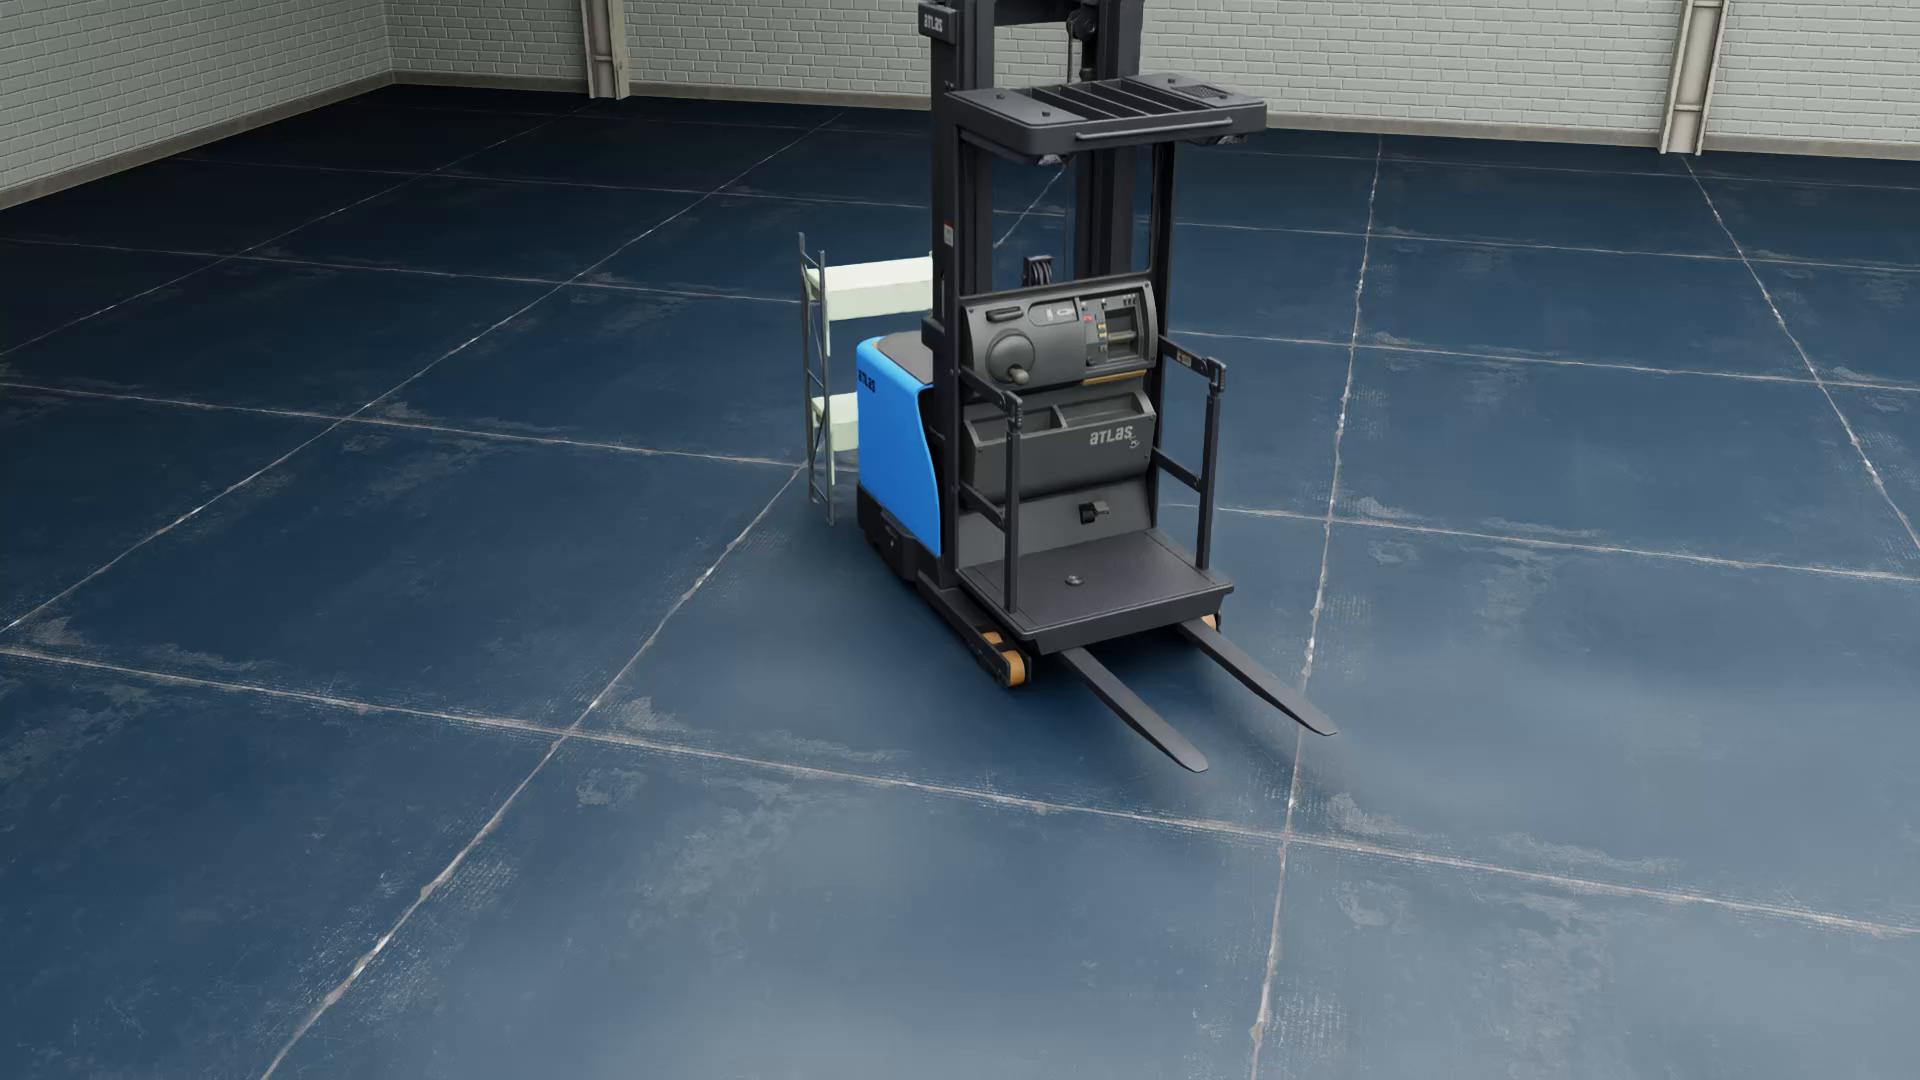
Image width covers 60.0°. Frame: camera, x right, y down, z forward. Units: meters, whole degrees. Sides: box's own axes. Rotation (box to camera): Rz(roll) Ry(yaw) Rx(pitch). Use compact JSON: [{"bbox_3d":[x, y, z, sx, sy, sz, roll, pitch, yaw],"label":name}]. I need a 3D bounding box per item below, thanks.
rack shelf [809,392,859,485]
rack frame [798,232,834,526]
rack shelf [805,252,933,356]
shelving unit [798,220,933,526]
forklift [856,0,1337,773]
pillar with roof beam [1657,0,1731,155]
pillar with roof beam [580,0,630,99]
[{"bbox_3d":[-0.414,-0.596,9.015,0.720,0.370,0.431,-9,27,-19],"label":"rack shelf"},{"bbox_3d":[-0.756,-0.834,8.757,0.023,1.500,0.400,-9,27,-19],"label":"rack frame"},{"bbox_3d":[-0.414,-1.243,8.707,0.720,0.370,0.431,-9,27,-19],"label":"rack shelf"},{"bbox_3d":[-0.414,-0.890,8.875,0.755,1.500,0.431,-9,27,-19],"label":"shelving unit"},{"bbox_3d":[0.552,-0.882,7.194,1.130,2.935,3.031,-12,28,-23],"label":"forklift"},{"bbox_3d":[6.363,-6.297,11.508,0.400,9.000,9.100,6,26,13],"label":"pillar with roof beam"},{"bbox_3d":[-5.259,-7.582,14.206,0.400,9.000,9.100,6,26,13],"label":"pillar with roof beam"}]
